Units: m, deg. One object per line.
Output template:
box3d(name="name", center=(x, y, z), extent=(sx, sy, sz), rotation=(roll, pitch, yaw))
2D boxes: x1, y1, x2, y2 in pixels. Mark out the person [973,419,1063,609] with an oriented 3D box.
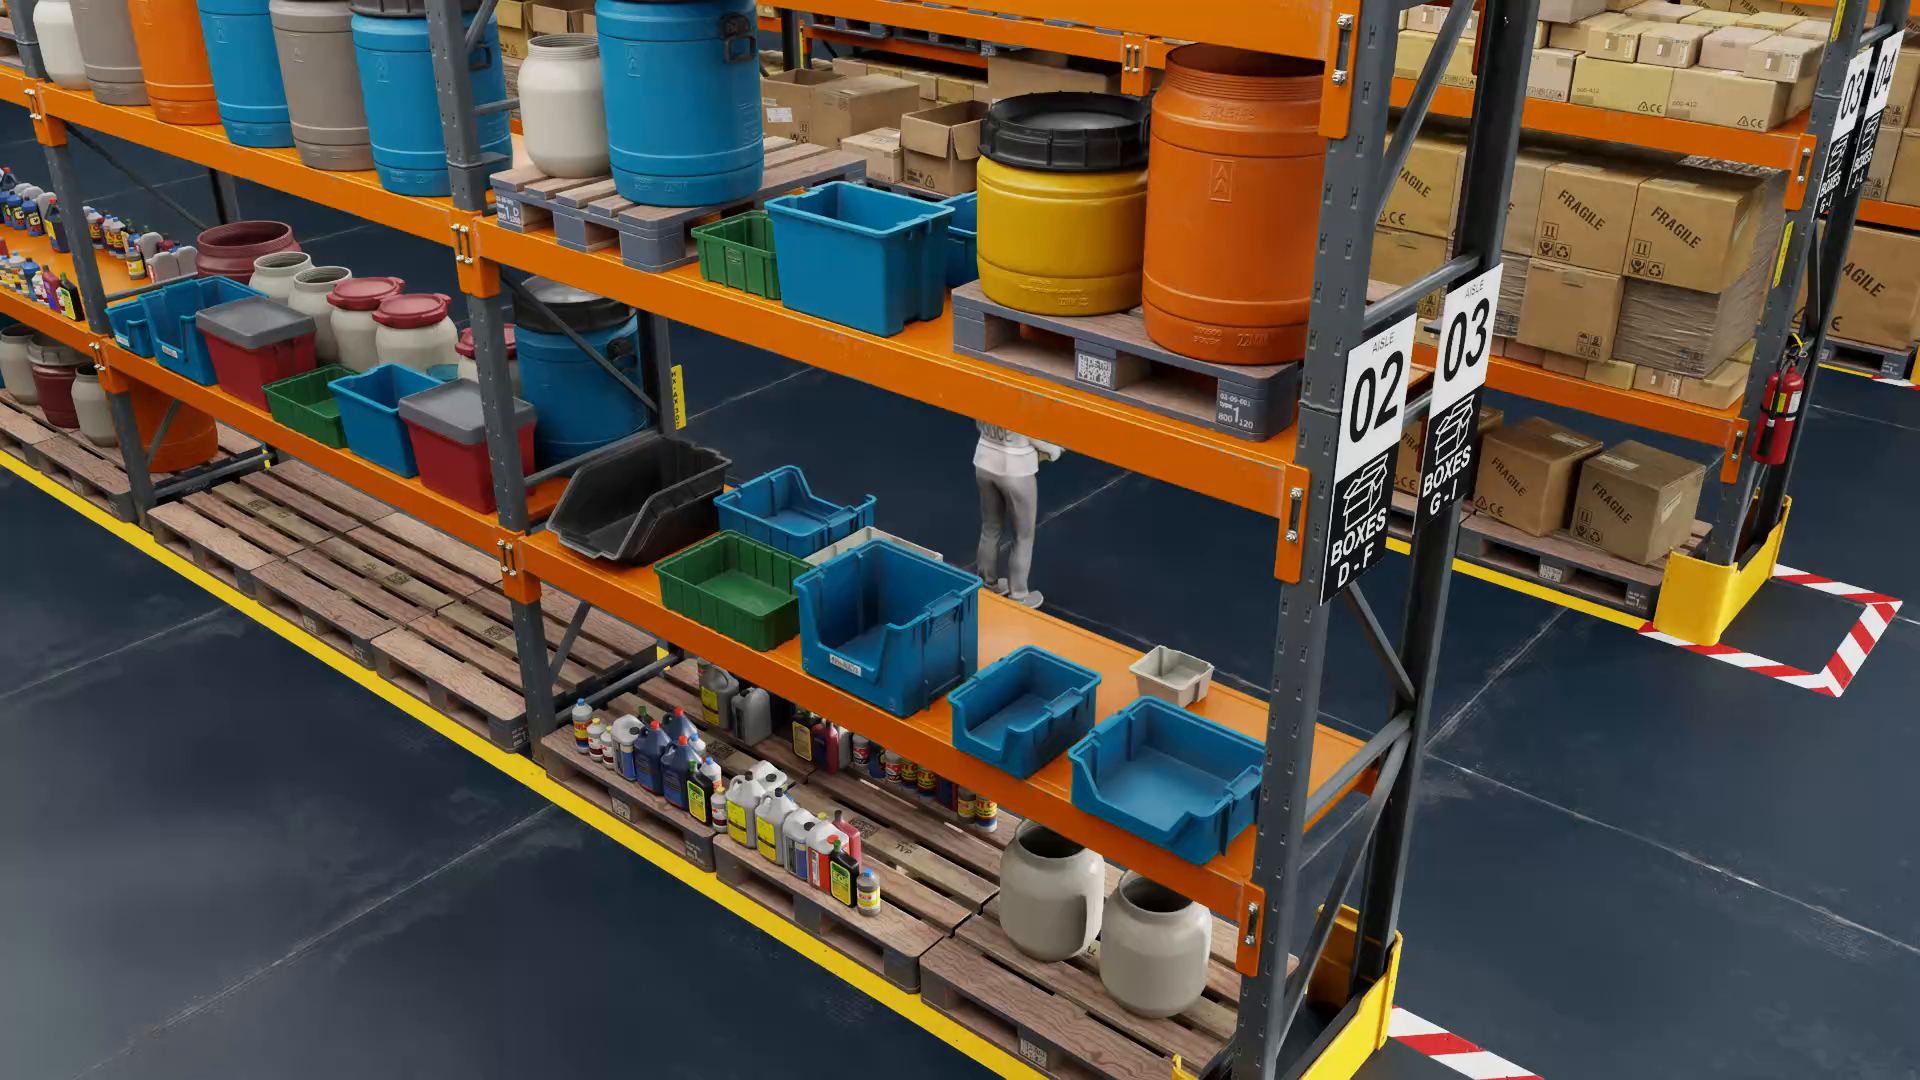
box3d(name="person", center=(0.299, -0.405, 9.366), extent=(0.461, 1.687, 0.555), rotation=(21, 34, 34))
